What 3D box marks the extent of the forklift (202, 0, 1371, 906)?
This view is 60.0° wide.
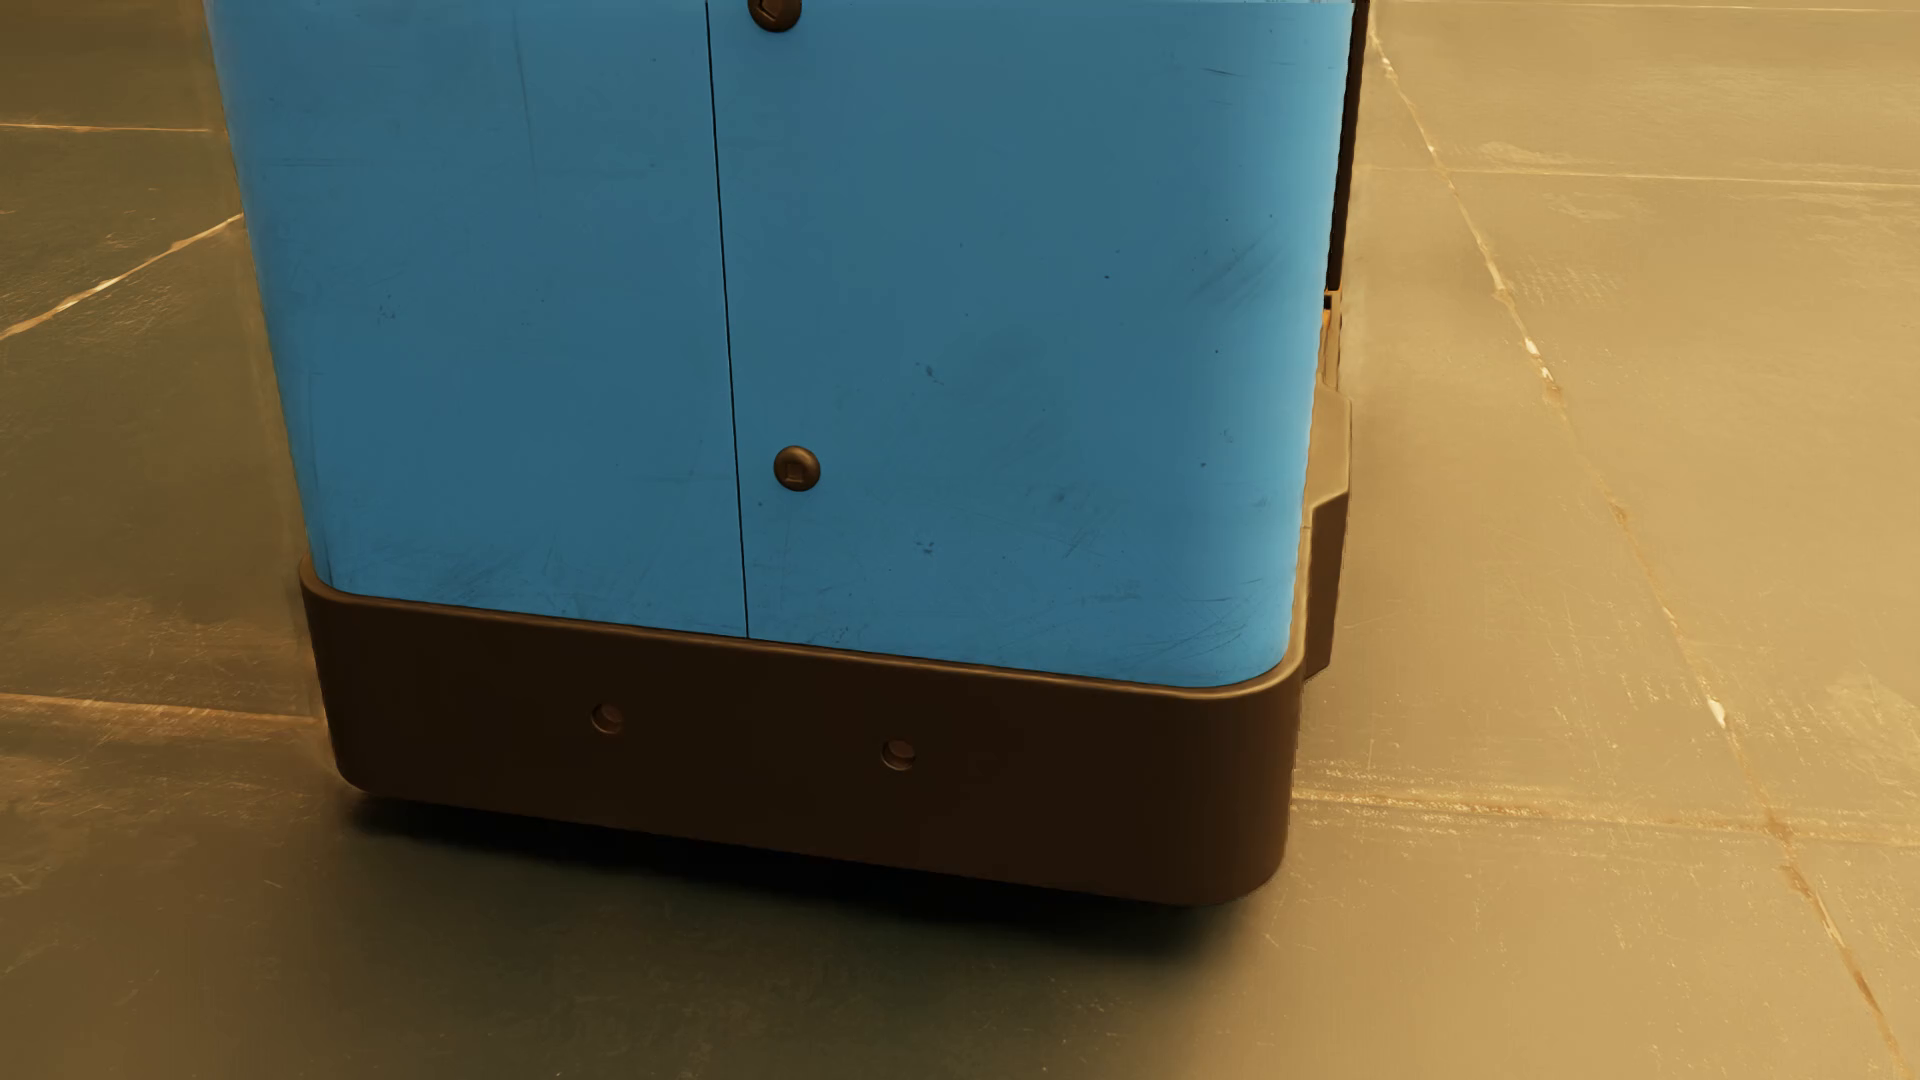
[{"bbox_3d":[0.118,-1.591,2.406,1.130,2.935,3.031,6,27,11],"label":"forklift"}]
